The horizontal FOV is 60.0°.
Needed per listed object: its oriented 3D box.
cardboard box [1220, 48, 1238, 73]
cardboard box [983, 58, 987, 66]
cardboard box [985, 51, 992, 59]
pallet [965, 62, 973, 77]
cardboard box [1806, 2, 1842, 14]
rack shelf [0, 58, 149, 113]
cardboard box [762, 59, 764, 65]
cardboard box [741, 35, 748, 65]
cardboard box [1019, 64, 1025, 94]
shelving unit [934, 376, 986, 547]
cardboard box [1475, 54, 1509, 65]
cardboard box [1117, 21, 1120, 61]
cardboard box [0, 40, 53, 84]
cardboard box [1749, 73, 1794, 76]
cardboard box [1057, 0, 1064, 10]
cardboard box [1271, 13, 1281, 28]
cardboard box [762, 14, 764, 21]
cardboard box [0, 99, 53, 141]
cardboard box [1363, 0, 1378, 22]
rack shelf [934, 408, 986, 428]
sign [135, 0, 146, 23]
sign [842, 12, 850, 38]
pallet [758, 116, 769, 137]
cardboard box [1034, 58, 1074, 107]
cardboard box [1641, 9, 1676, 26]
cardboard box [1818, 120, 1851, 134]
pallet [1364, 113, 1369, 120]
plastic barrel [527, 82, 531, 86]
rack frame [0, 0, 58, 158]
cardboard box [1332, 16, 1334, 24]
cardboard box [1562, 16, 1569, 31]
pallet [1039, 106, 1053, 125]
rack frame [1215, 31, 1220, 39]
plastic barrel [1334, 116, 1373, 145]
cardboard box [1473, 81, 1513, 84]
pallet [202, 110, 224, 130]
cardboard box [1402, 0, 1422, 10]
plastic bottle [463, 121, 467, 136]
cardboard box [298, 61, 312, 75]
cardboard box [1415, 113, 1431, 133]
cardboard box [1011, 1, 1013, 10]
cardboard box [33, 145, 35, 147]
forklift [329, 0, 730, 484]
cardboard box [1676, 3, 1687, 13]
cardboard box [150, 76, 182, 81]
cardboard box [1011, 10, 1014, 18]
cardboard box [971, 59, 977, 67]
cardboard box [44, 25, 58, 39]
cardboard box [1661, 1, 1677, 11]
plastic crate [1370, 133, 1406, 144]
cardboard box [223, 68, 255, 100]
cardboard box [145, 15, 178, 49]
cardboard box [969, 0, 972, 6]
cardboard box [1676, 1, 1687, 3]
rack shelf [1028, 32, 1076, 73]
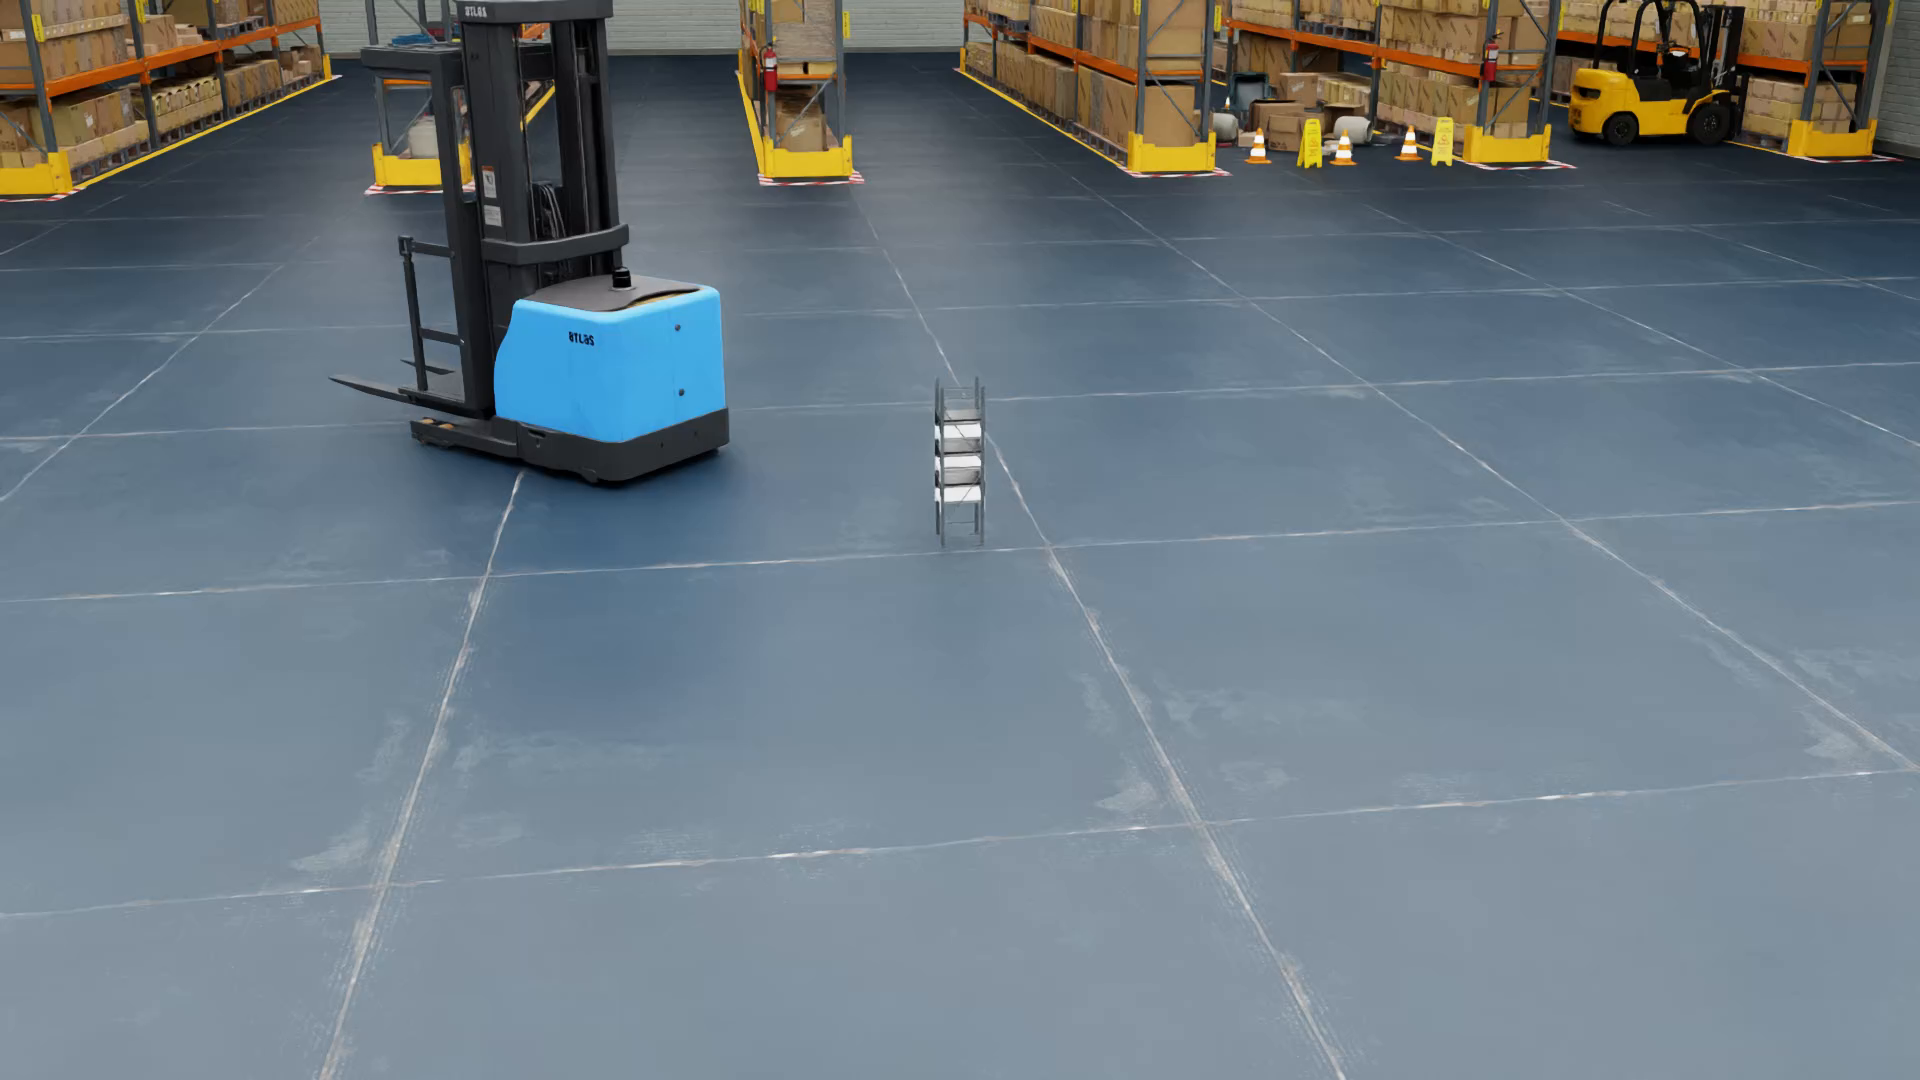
[{"bbox_3d":[6.064,-10.167,35.212,0.875,0.438,0.875,-3,21,-9],"label":"cardboard box"},{"bbox_3d":[0.697,-9.942,34.596,0.380,0.149,0.250,-4,21,-10],"label":"cardboard box"},{"bbox_3d":[0.736,-10.085,34.556,0.380,0.149,0.250,-3,21,-8],"label":"cardboard box"},{"bbox_3d":[0.680,-10.432,36.846,1.003,0.211,1.213,-3,21,-8],"label":"pallet"},{"bbox_3d":[12.429,-7.648,23.911,0.380,0.149,0.250,-3,21,-8],"label":"cardboard box"},{"bbox_3d":[-12.121,-6.150,22.424,1.077,0.370,4.000,-3,21,-8],"label":"rack shelf"},{"bbox_3d":[-2.594,-6.778,23.435,0.380,0.149,0.250,-3,21,-8],"label":"cardboard box"},{"bbox_3d":[-3.647,-9.429,32.610,1.225,0.875,0.875,-3,21,-8],"label":"cardboard box"},{"bbox_3d":[1.387,-8.519,30.709,0.500,0.500,0.500,-3,21,-8],"label":"cardboard box"},{"bbox_3d":[-0.001,-0.424,9.066,0.258,0.900,0.210,-3,21,-8],"label":"shelving unit"},{"bbox_3d":[7.512,-6.794,23.479,0.380,0.149,0.250,-2,21,-6],"label":"cardboard box"},{"bbox_3d":[2.738,-7.094,23.709,0.875,0.550,0.550,-3,21,-8],"label":"cardboard box"},{"bbox_3d":[-11.887,-6.004,20.861,0.700,0.500,0.500,-3,21,-8],"label":"cardboard box"},{"bbox_3d":[12.603,-7.122,25.898,0.500,0.250,0.500,-3,21,-9],"label":"cardboard box"},{"bbox_3d":[2.020,-9.108,27.743,0.700,0.500,0.500,-3,21,-8],"label":"cardboard box"},{"bbox_3d":[6.205,-9.831,31.464,0.500,0.250,0.500,-3,21,-7],"label":"cardboard box"},{"bbox_3d":[-2.430,-7.299,22.473,0.500,0.500,0.500,-3,21,-8],"label":"cardboard box"},{"bbox_3d":[-12.363,-5.571,22.103,0.500,0.500,0.500,-3,21,-8],"label":"cardboard box"},{"bbox_3d":[6.907,-8.709,27.079,0.500,0.500,0.500,-3,21,-9],"label":"cardboard box"},{"bbox_3d":[-0.001,-0.646,8.983,0.258,0.077,0.200,-3,21,-8],"label":"rack shelf"},{"bbox_3d":[-11.860,-7.651,24.063,0.100,0.325,0.005,-3,21,-8],"label":"sign"},{"bbox_3d":[-1.492,-6.726,21.701,0.100,0.325,0.005,-3,21,-8],"label":"sign"},{"bbox_3d":[-2.719,-6.641,26.696,1.003,0.211,1.213,-3,21,-8],"label":"pallet"},{"bbox_3d":[1.869,-7.903,28.704,1.050,0.750,0.750,-3,21,-7],"label":"cardboard box"},{"bbox_3d":[11.789,-8.751,27.858,0.500,0.250,0.500,-3,21,-9],"label":"cardboard box"},{"bbox_3d":[12.812,-6.133,24.680,0.500,0.250,0.500,-3,21,-8],"label":"cardboard box"},{"bbox_3d":[7.087,-7.141,28.034,1.003,0.211,1.213,-3,21,-8],"label":"pallet"},{"bbox_3d":[-8.598,-9.223,32.021,0.600,0.901,0.708,-3,21,-8],"label":"plastic barrel"},{"bbox_3d":[-11.832,-5.795,20.444,1.000,3.000,0.127,-3,21,-8],"label":"rack frame"},{"bbox_3d":[6.699,-9.052,28.923,0.380,0.149,0.250,-2,21,-6],"label":"cardboard box"},{"bbox_3d":[11.358,-9.578,30.789,0.500,0.250,0.500,-3,21,-8],"label":"cardboard box"},{"bbox_3d":[1.952,-7.274,28.389,1.003,0.211,1.213,-3,21,-8],"label":"pallet"},{"bbox_3d":[5.471,-12.333,37.949,1.000,3.000,0.127,-3,21,-8],"label":"rack frame"},{"bbox_3d":[5.982,-6.225,25.278,0.512,0.421,0.421,12,24,30],"label":"plastic barrel"},{"bbox_3d":[7.851,-6.535,24.684,0.500,0.500,0.500,-4,21,-10],"label":"cardboard box"},{"bbox_3d":[-12.905,-6.971,27.580,1.003,0.211,1.213,-3,21,-8],"label":"pallet"},{"bbox_3d":[7.147,-8.316,25.198,0.700,0.500,0.500,-3,21,-9],"label":"cardboard box"},{"bbox_3d":[-7.140,-5.913,24.015,0.061,0.283,0.133,-3,21,-8],"label":"plastic bottle"},{"bbox_3d":[-13.709,-9.746,34.325,0.500,0.250,0.500,-3,21,-8],"label":"cardboard box"},{"bbox_3d":[7.247,-6.329,25.203,0.500,0.250,0.500,-4,21,-10],"label":"cardboard box"},{"bbox_3d":[1.138,-9.828,30.576,0.380,0.149,0.250,-2,21,-6],"label":"cardboard box"},{"bbox_3d":[-12.286,-5.047,21.771,0.500,0.250,0.500,-3,21,-8],"label":"cardboard box"},{"bbox_3d":[-2.983,-2.097,10.642,3.031,2.935,1.130,14,24,32],"label":"forklift"},{"bbox_3d":[11.898,-8.657,27.037,0.380,0.149,0.250,-3,21,-9],"label":"cardboard box"},{"bbox_3d":[-13.201,-7.540,27.645,0.500,0.311,0.500,-2,21,-6],"label":"cardboard box"},{"bbox_3d":[1.143,-9.680,30.605,0.380,0.149,0.250,-3,21,-7],"label":"cardboard box"},{"bbox_3d":[0.436,-10.446,36.371,0.380,0.149,0.250,-3,21,-7],"label":"cardboard box"},{"bbox_3d":[-11.751,-6.470,21.182,0.380,0.149,0.250,-3,21,-8],"label":"cardboard box"},{"bbox_3d":[11.843,-8.887,27.654,0.380,0.149,0.250,-2,21,-6],"label":"cardboard box"},{"bbox_3d":[6.616,-6.225,25.770,0.402,0.080,0.583,-11,23,-26],"label":"plastic crate"},{"bbox_3d":[-12.917,-8.127,29.632,0.500,0.500,0.500,-3,21,-8],"label":"cardboard box"},{"bbox_3d":[-12.727,-8.031,26.290,0.500,0.500,0.500,-4,21,-11],"label":"cardboard box"},{"bbox_3d":[0.481,-11.881,36.171,0.500,0.500,0.500,-3,21,-8],"label":"cardboard box"},{"bbox_3d":[11.865,-8.794,26.980,0.380,0.149,0.250,-2,21,-7],"label":"cardboard box"},{"bbox_3d":[2.029,-8.249,28.043,1.077,0.370,4.000,-3,21,-8],"label":"rack shelf"}]
